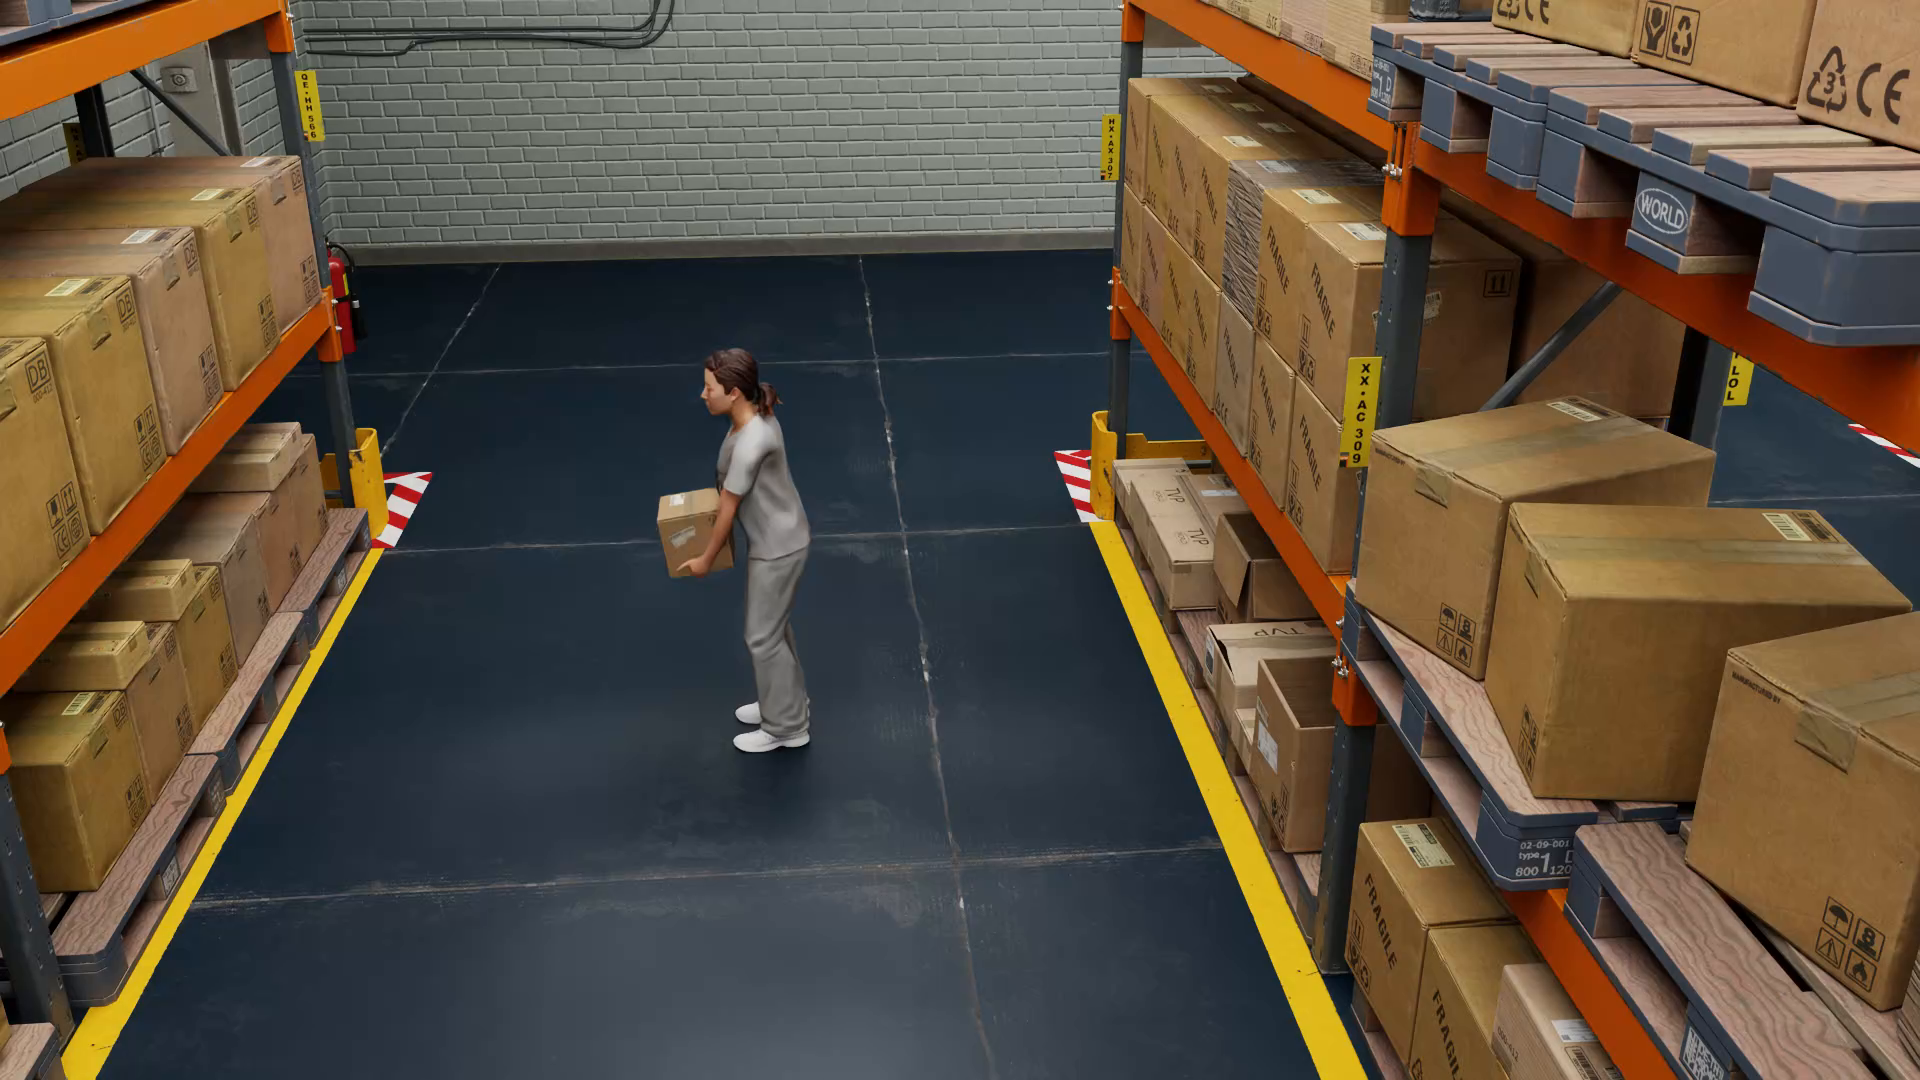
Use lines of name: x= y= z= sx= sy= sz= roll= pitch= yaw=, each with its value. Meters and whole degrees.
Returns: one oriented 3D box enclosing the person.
person: x=-0.844 y=0.046 z=6.528 sx=0.519 sy=1.658 sz=0.409 roll=-3 pitch=24 yaw=-6
